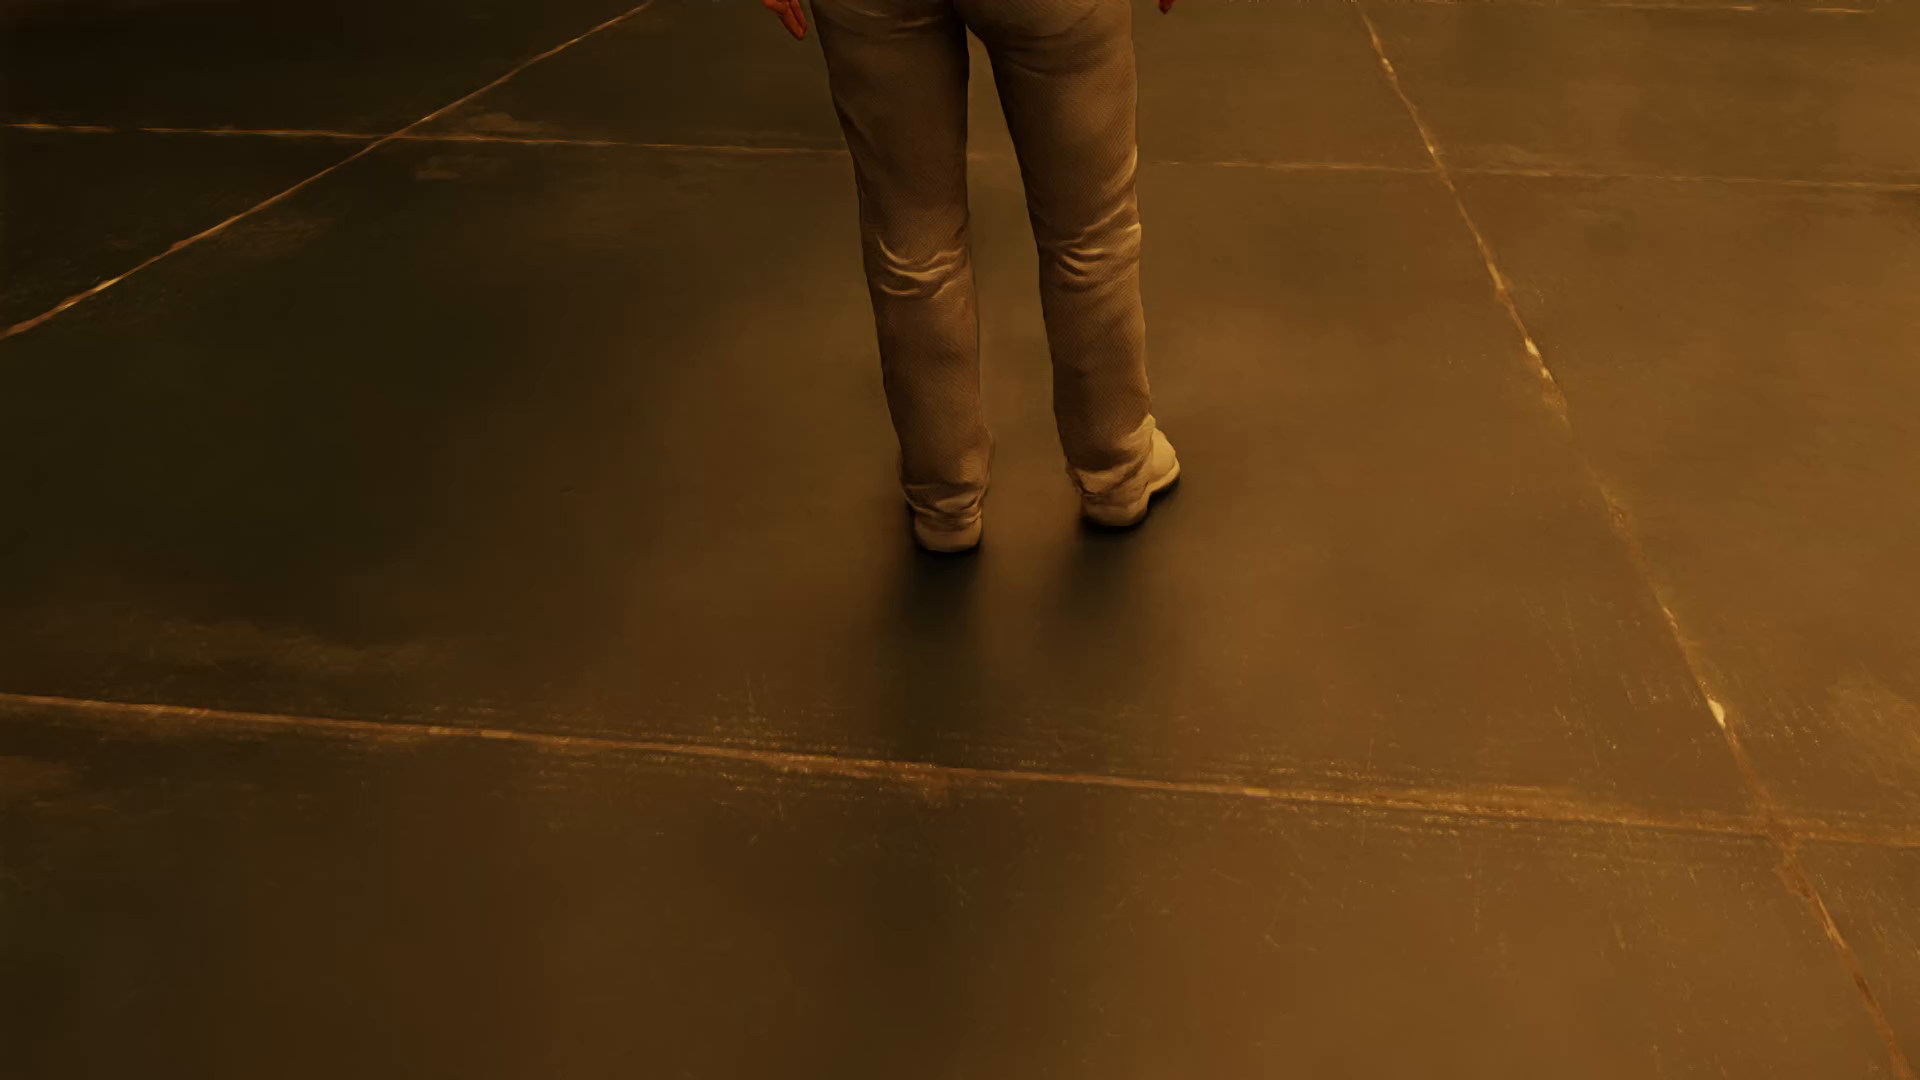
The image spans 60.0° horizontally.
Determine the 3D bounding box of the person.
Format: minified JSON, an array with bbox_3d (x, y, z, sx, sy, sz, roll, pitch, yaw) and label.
[{"bbox_3d":[0.016,-0.827,2.155,0.632,1.773,0.567,3,27,7],"label":"person"}]
